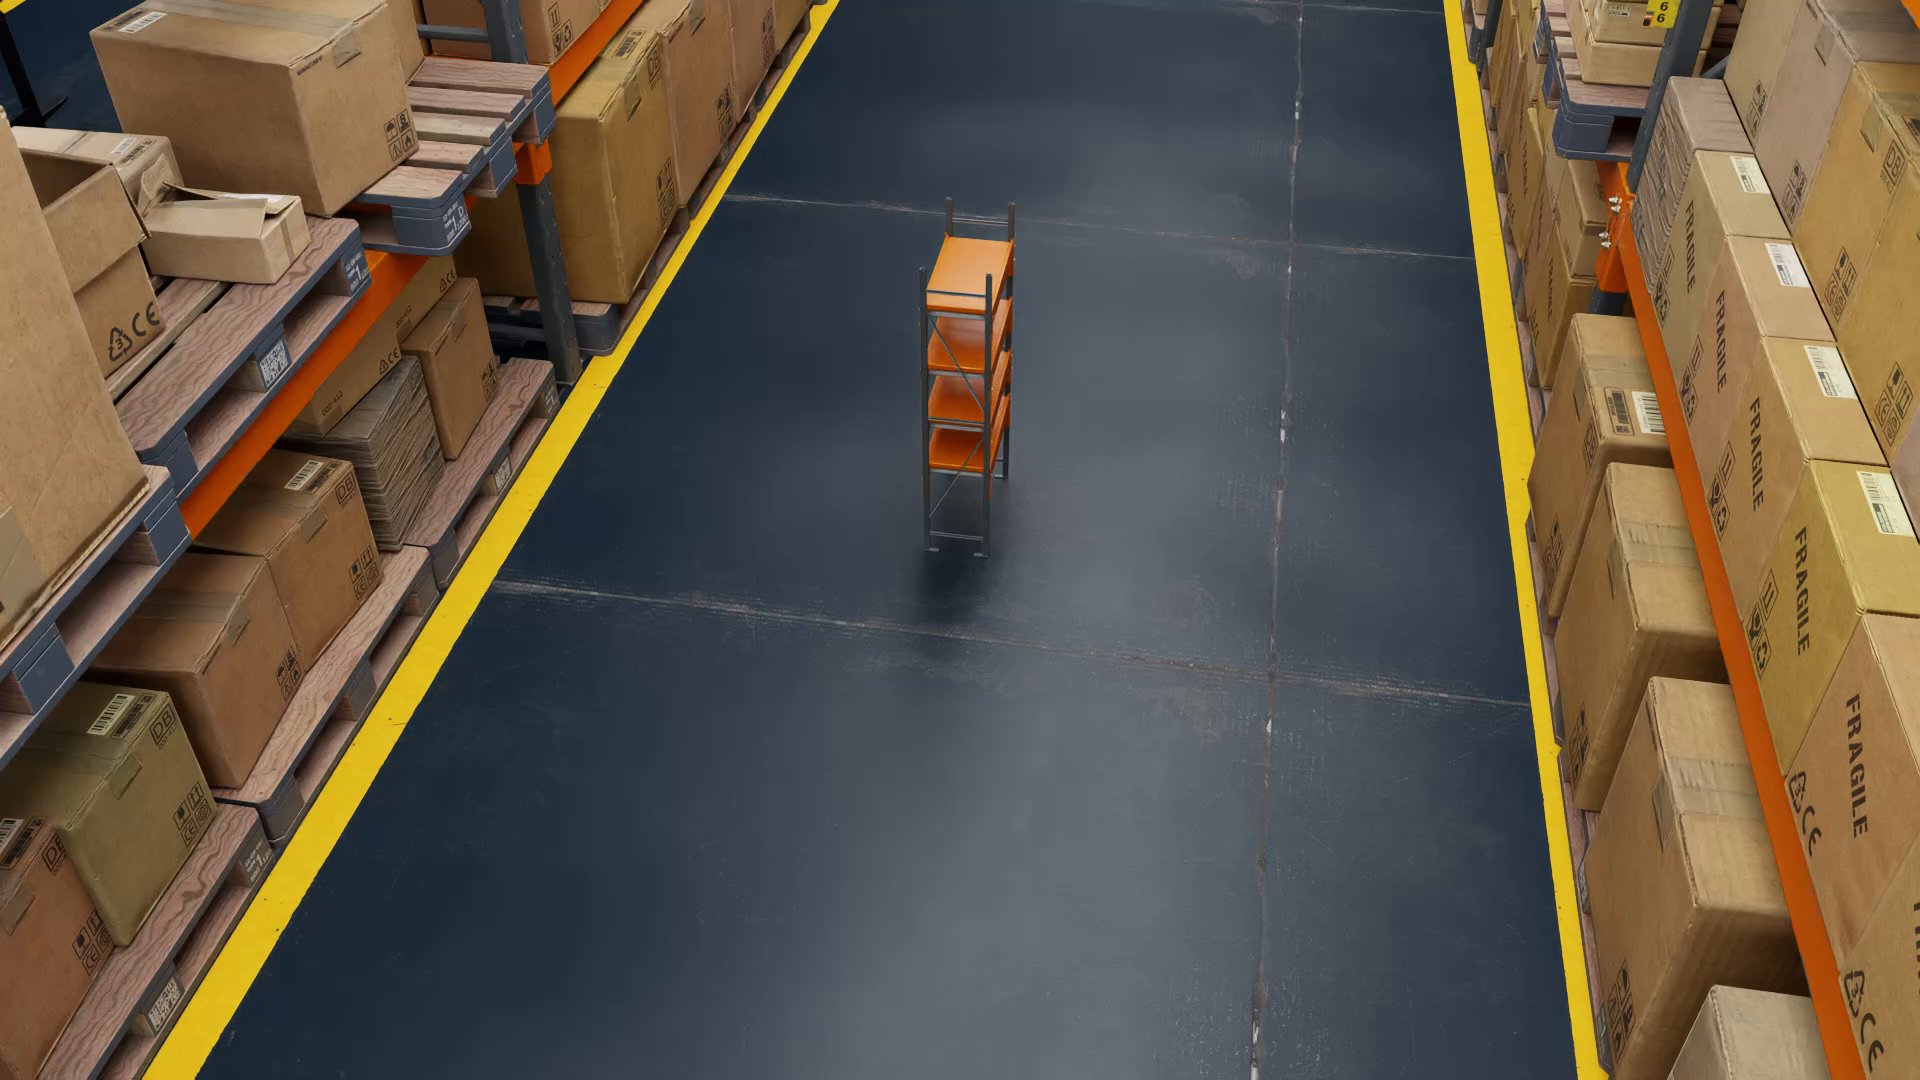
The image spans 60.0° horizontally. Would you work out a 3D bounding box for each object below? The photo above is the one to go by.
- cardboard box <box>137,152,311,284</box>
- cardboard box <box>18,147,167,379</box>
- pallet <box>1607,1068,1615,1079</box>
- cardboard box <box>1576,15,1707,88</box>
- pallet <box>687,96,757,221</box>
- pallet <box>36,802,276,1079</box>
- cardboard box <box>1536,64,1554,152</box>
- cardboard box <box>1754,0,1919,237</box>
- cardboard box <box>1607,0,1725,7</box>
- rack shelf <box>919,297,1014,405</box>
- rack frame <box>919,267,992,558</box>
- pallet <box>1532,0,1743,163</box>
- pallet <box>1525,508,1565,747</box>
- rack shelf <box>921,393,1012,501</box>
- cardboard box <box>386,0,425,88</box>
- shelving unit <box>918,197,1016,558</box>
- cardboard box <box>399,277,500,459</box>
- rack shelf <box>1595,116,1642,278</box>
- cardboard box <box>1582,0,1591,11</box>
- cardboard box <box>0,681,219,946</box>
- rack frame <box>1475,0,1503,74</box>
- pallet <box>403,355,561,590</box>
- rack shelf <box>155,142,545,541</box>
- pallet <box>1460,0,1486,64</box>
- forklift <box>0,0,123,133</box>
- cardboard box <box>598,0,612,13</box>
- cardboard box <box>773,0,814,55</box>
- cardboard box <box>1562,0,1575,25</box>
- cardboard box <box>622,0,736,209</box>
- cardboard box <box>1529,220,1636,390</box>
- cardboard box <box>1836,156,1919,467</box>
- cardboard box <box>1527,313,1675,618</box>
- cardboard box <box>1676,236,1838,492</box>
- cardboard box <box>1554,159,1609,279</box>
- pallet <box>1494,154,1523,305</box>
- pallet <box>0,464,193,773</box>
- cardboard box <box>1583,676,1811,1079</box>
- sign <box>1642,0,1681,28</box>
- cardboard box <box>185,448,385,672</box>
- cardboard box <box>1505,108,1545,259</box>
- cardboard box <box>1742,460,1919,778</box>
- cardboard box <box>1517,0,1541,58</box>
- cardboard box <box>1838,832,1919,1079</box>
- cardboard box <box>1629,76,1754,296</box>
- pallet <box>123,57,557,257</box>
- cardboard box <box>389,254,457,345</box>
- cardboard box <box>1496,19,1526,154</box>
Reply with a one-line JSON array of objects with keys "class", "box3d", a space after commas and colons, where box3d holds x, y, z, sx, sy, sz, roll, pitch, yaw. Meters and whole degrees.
[{"class": "cardboard box", "box3d": [-2.139, -0.927, 4.793, 0.396, 0.266, 0.258, 5, 40, 6]}, {"class": "cardboard box", "box3d": [-2.599, -0.683, 4.311, 0.797, 0.503, 0.637, 10, 41, 12]}, {"class": "pallet", "box3d": [2.118, 1.810, 3.896, 1.003, 0.211, 1.213, 6, 40, 8]}, {"class": "cardboard box", "box3d": [2.384, -1.708, 5.830, 0.380, 0.149, 0.250, 7, 40, 8]}, {"class": "pallet", "box3d": [-1.692, -2.068, 8.586, 1.003, 0.211, 1.213, 6, 40, 8]}, {"class": "pallet", "box3d": [-2.675, 1.203, 4.629, 1.003, 0.211, 1.213, 6, 40, 8]}, {"class": "cardboard box", "box3d": [2.792, -1.864, 7.194, 0.500, 0.250, 0.500, 7, 40, 9]}, {"class": "cardboard box", "box3d": [2.578, -1.109, 4.374, 0.700, 0.500, 0.500, 6, 40, 7]}, {"class": "cardboard box", "box3d": [2.385, -1.935, 5.638, 0.380, 0.149, 0.250, 5, 40, 6]}, {"class": "rack shelf", "box3d": [0.029, -0.687, 5.894, 0.258, 0.148, 0.480, 6, 40, 8]}, {"class": "rack frame", "box3d": [-0.014, -0.413, 5.808, 0.240, 1.200, 0.015, 6, 40, 8]}, {"class": "pallet", "box3d": [2.770, -1.668, 6.064, 1.213, 0.211, 1.003, 6, 40, 8]}, {"class": "pallet", "box3d": [2.541, 0.278, 5.748, 1.003, 0.211, 1.213, 6, 40, 8]}, {"class": "rack shelf", "box3d": [0.029, -0.361, 6.163, 0.258, 0.148, 0.480, 6, 40, 8]}, {"class": "cardboard box", "box3d": [-2.170, -1.750, 5.605, 0.500, 0.500, 0.500, 2, 40, 2]}, {"class": "shelving unit", "box3d": [0.029, -0.566, 5.993, 0.258, 1.200, 0.503, 6, 40, 8]}, {"class": "cardboard box", "box3d": [-2.213, -0.677, 6.331, 0.700, 0.500, 0.500, 4, 40, 5]}, {"class": "rack shelf", "box3d": [3.097, -2.261, 7.195, 1.077, 0.370, 4.000, 6, 40, 8]}, {"class": "cardboard box", "box3d": [2.433, -1.991, 5.938, 0.380, 0.149, 0.250, 8, 40, 9]}, {"class": "cardboard box", "box3d": [-2.580, 0.731, 4.629, 0.700, 0.500, 0.500, 6, 40, 7]}, {"class": "rack frame", "box3d": [3.444, -3.793, 8.484, 1.000, 3.000, 0.127, 6, 40, 8]}, {"class": "pallet", "box3d": [-2.253, -0.328, 6.481, 1.003, 0.211, 1.213, 6, 40, 8]}, {"class": "rack shelf", "box3d": [-2.462, -0.361, 4.897, 1.077, 0.370, 4.000, 6, 40, 8]}, {"class": "pallet", "box3d": [3.525, -3.144, 9.887, 1.003, 0.211, 1.213, 6, 40, 8]}, {"class": "forklift", "box3d": [-4.631, -2.321, 6.757, 1.130, 2.935, 3.031, 5, 40, 6]}, {"class": "cardboard box", "box3d": [-1.677, -2.531, 6.878, 0.500, 0.500, 0.500, 5, 40, 6]}, {"class": "cardboard box", "box3d": [-1.515, -3.343, 9.277, 1.225, 0.875, 0.875, 7, 40, 8]}, {"class": "cardboard box", "box3d": [2.473, -2.025, 6.213, 0.380, 0.149, 0.250, 7, 40, 8]}, {"class": "cardboard box", "box3d": [-1.815, -2.226, 7.926, 1.225, 0.875, 0.875, 7, 40, 8]}, {"class": "cardboard box", "box3d": [2.608, -0.923, 6.645, 0.500, 0.500, 0.500, 6, 40, 7]}, {"class": "cardboard box", "box3d": [2.403, -0.466, 3.596, 0.700, 0.500, 0.500, 6, 40, 7]}, {"class": "cardboard box", "box3d": [2.557, -0.205, 5.580, 1.050, 0.750, 0.750, 6, 40, 7]}, {"class": "cardboard box", "box3d": [2.235, -0.434, 4.342, 0.500, 0.500, 0.500, 6, 40, 8]}, {"class": "cardboard box", "box3d": [2.611, -1.229, 6.425, 0.500, 0.250, 0.500, 6, 40, 7]}, {"class": "pallet", "box3d": [3.101, -1.462, 7.853, 1.003, 0.211, 1.213, 6, 40, 8]}, {"class": "pallet", "box3d": [-2.533, 0.227, 3.771, 1.003, 0.211, 1.213, 6, 40, 8]}, {"class": "cardboard box", "box3d": [2.249, 0.928, 4.209, 1.050, 0.750, 0.750, 6, 40, 8]}, {"class": "sign", "box3d": [2.215, -1.753, 5.169, 0.100, 0.325, 0.005, 6, 40, 8]}, {"class": "cardboard box", "box3d": [-2.387, 0.029, 5.477, 0.700, 0.500, 0.500, 10, 41, 11]}, {"class": "cardboard box", "box3d": [2.777, -1.582, 7.442, 0.500, 0.500, 0.500, 5, 40, 6]}, {"class": "cardboard box", "box3d": [2.061, 0.198, 3.578, 0.500, 0.500, 0.500, 7, 40, 8]}, {"class": "cardboard box", "box3d": [2.966, -2.512, 7.977, 0.500, 0.250, 0.500, 7, 40, 9]}, {"class": "cardboard box", "box3d": [1.886, 0.832, 2.811, 0.500, 0.500, 0.500, 6, 40, 7]}, {"class": "cardboard box", "box3d": [2.408, -1.069, 5.111, 0.500, 0.500, 0.500, 7, 40, 8]}, {"class": "pallet", "box3d": [-2.135, -1.360, 5.692, 1.213, 0.211, 1.003, 6, 40, 8]}, {"class": "cardboard box", "box3d": [-2.203, -0.965, 6.091, 0.500, 0.250, 0.500, 8, 40, 9]}, {"class": "cardboard box", "box3d": [2.965, -2.225, 8.219, 0.500, 0.500, 0.500, 8, 40, 10]}]
